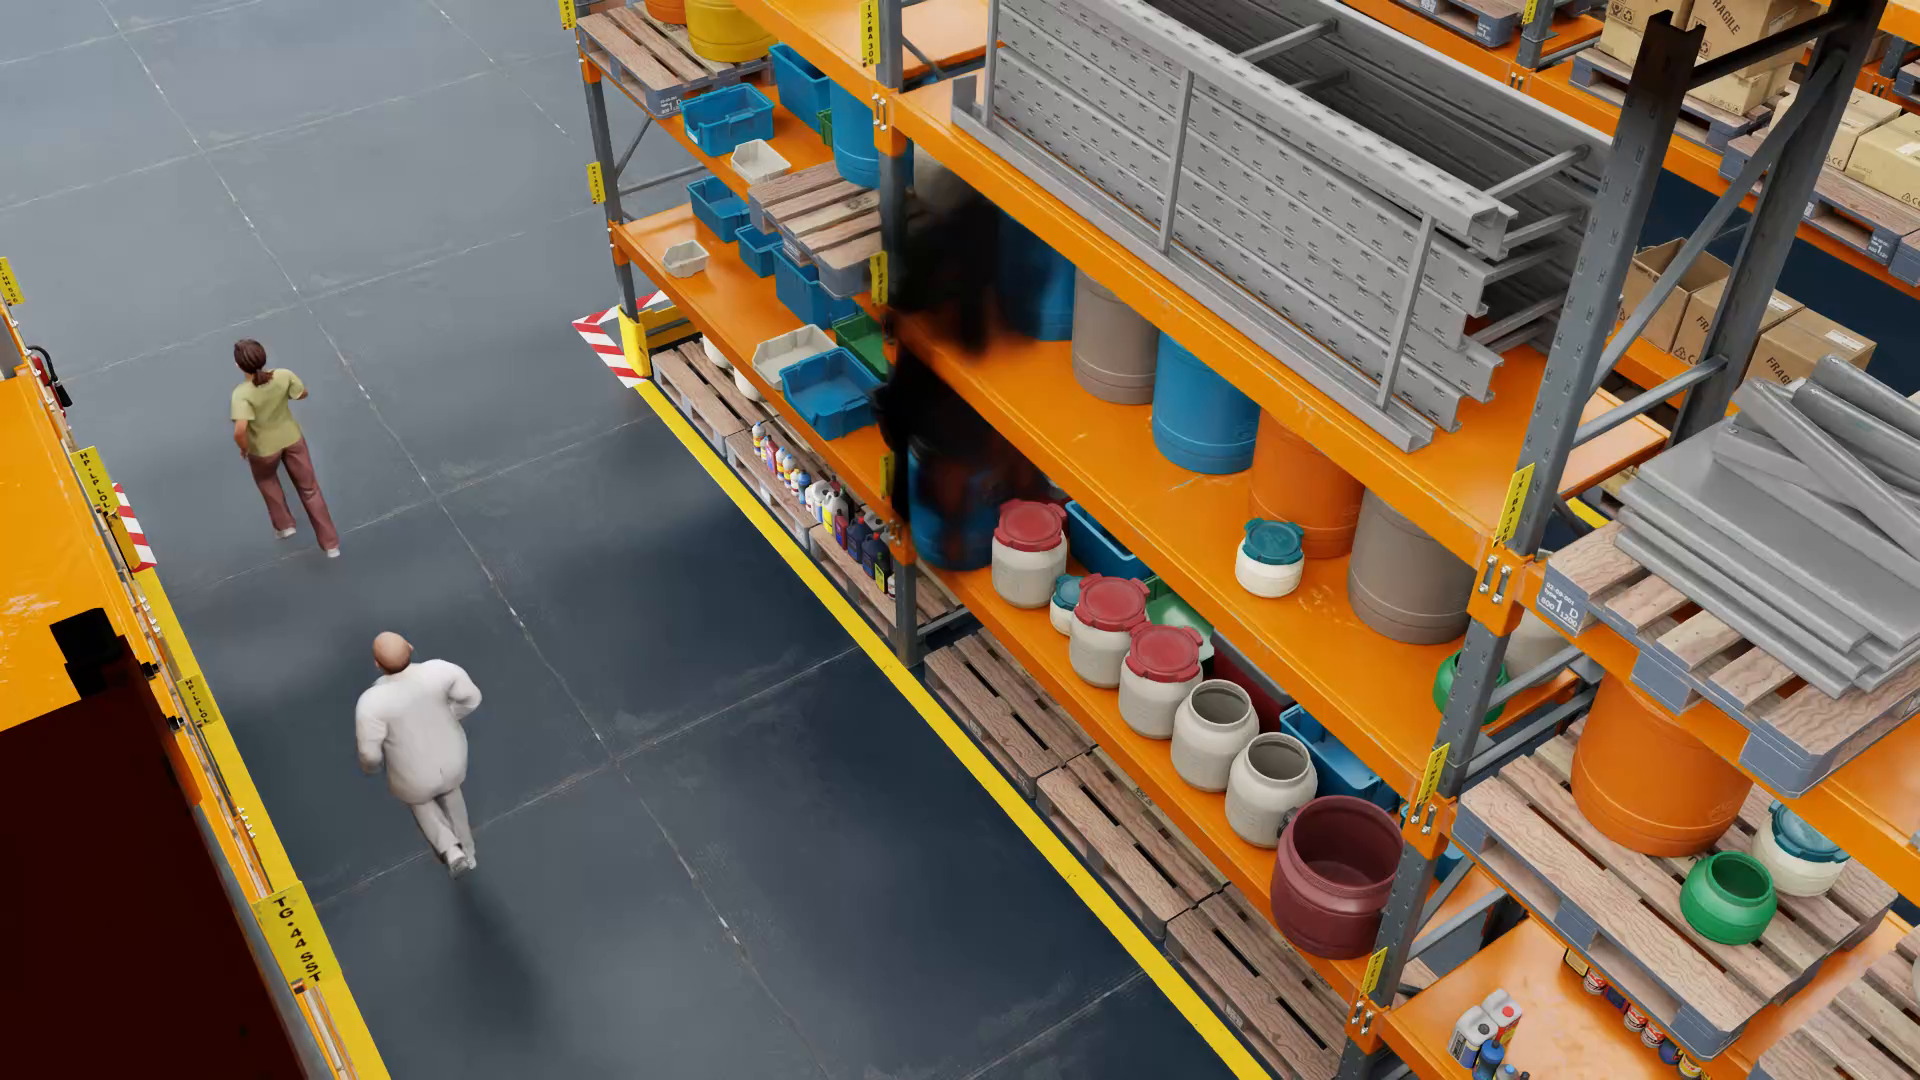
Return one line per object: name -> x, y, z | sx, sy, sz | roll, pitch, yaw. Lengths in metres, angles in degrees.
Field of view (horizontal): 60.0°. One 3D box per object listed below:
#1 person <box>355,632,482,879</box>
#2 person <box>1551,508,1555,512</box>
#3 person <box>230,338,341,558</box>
person -> -2.795, 1.165, 8.802 | 0.693, 1.737, 0.670 | -30, 50, -29
person -> 3.277, 0.052, 10.052 | 0.625, 1.696, 0.671 | -32, 51, -30
person -> -4.418, -0.568, 10.840 | 0.581, 1.709, 0.684 | -31, 51, -29
